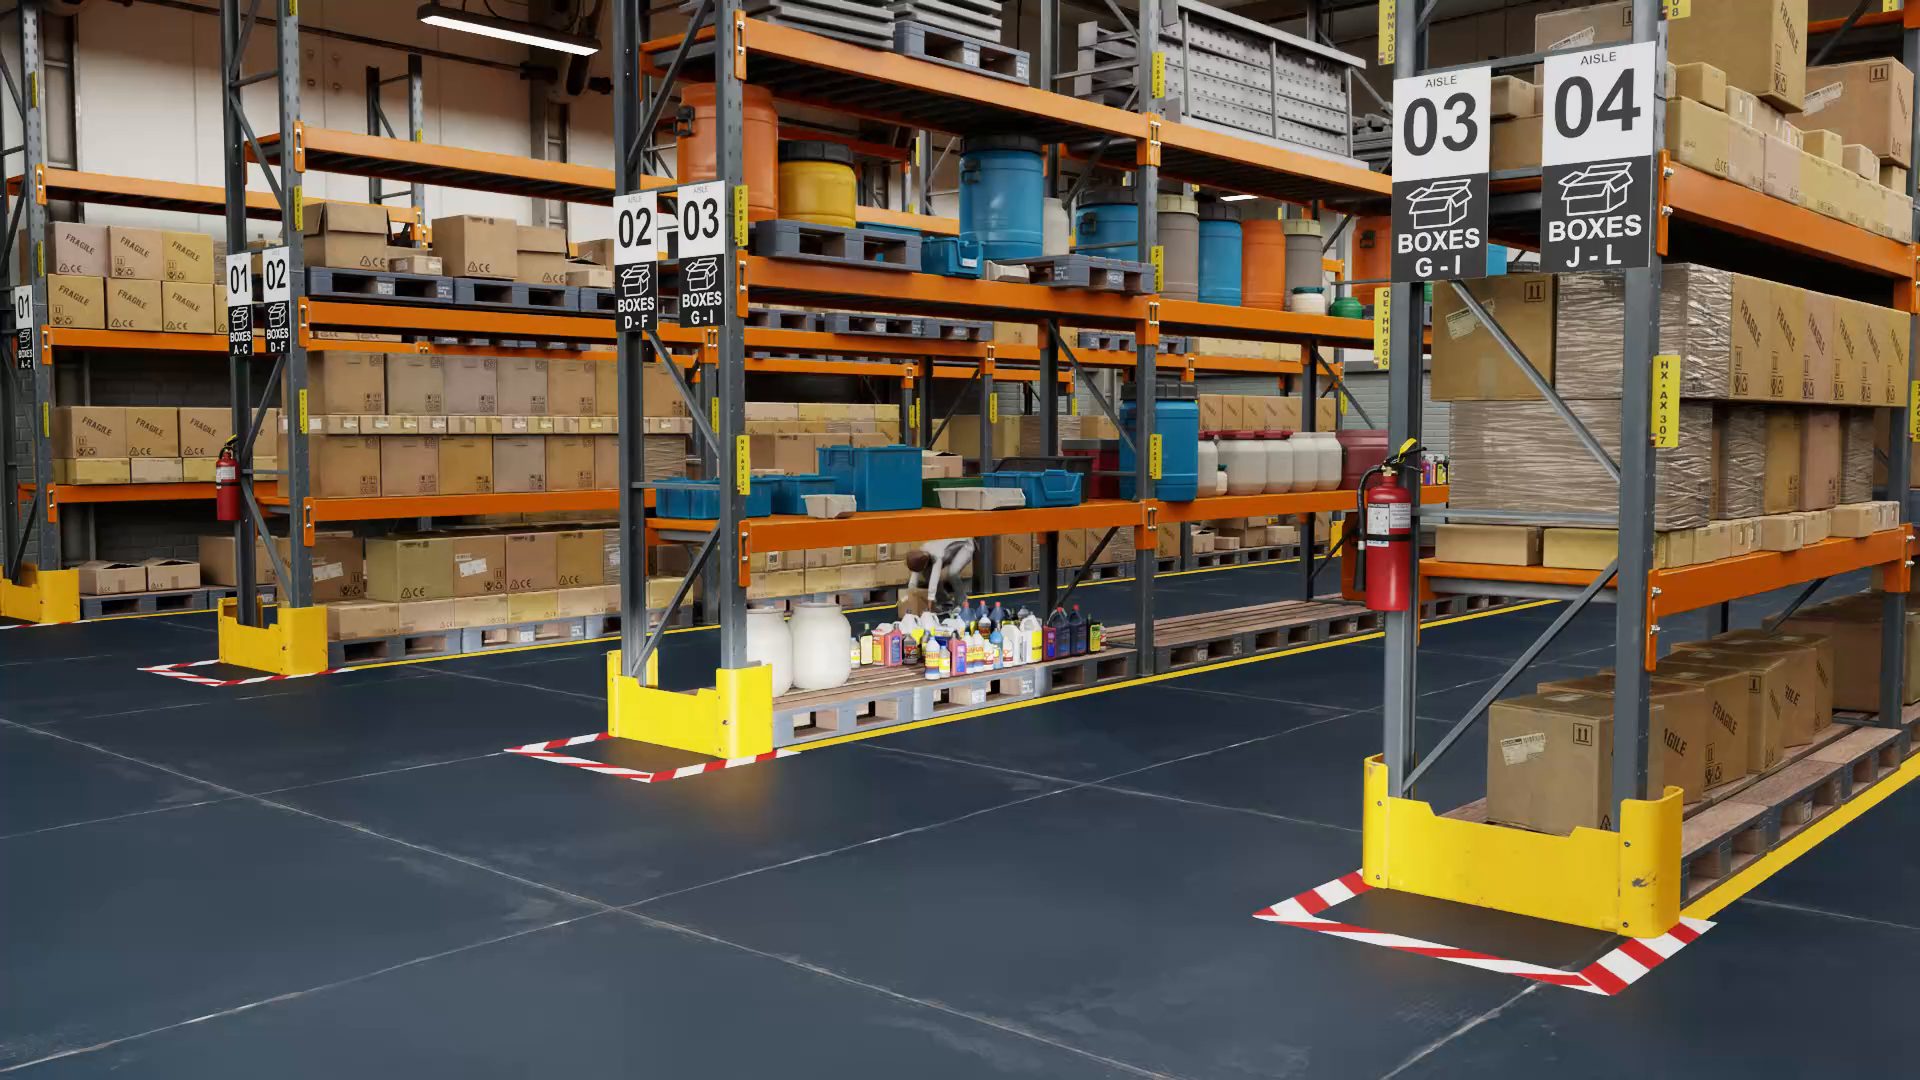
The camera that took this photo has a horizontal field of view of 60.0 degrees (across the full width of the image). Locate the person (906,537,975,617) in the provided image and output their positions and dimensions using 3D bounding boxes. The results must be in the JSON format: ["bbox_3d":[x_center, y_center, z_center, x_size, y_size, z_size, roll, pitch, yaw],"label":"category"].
[{"bbox_3d":[-0.200,0.331,16.394,0.461,0.847,0.855,3,5,39],"label":"person"}]
